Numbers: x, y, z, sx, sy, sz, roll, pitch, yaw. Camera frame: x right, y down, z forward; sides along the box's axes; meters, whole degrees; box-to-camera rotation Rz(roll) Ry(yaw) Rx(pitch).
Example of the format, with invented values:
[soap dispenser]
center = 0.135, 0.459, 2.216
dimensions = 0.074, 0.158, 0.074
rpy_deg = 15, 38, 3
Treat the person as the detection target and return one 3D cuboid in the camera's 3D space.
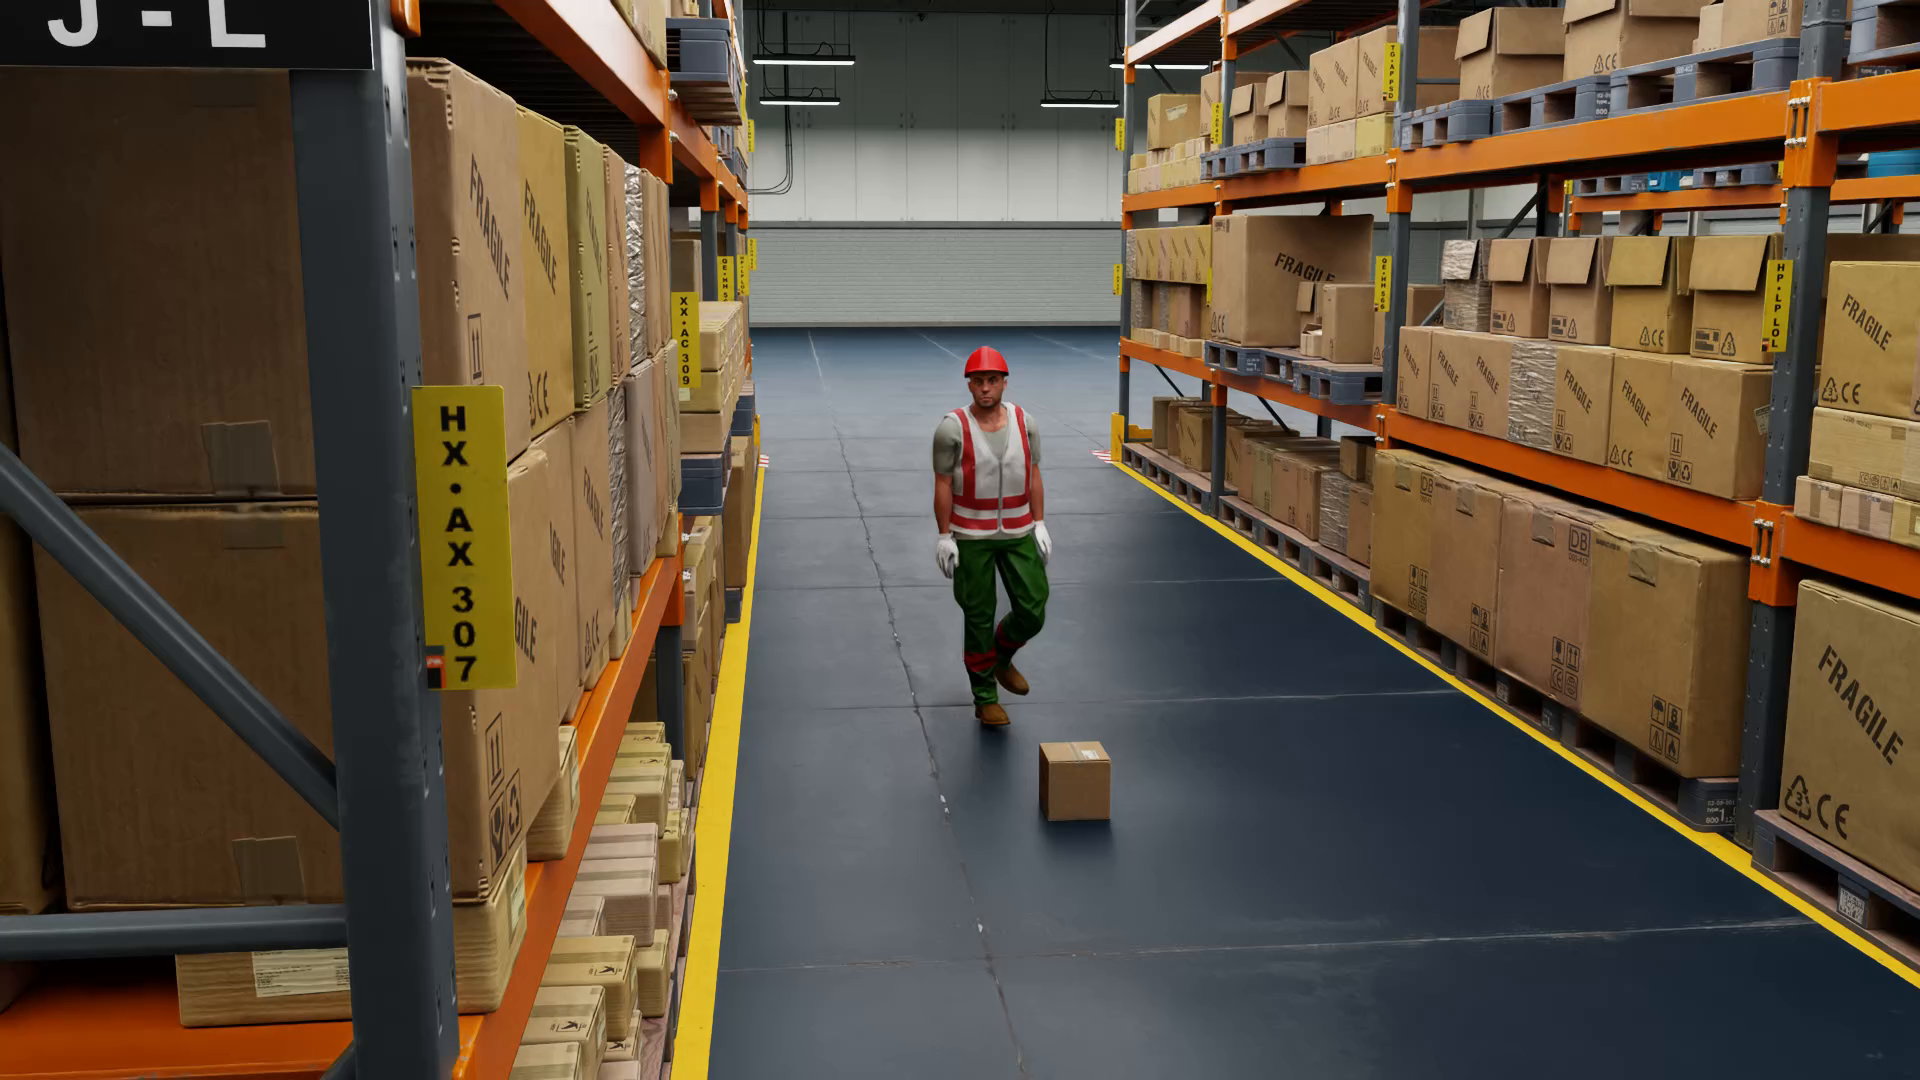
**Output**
[person]
center = 0.139, -0.025, 7.844
dimensions = 0.584, 1.783, 0.547
rpy_deg = -3, 10, -16
